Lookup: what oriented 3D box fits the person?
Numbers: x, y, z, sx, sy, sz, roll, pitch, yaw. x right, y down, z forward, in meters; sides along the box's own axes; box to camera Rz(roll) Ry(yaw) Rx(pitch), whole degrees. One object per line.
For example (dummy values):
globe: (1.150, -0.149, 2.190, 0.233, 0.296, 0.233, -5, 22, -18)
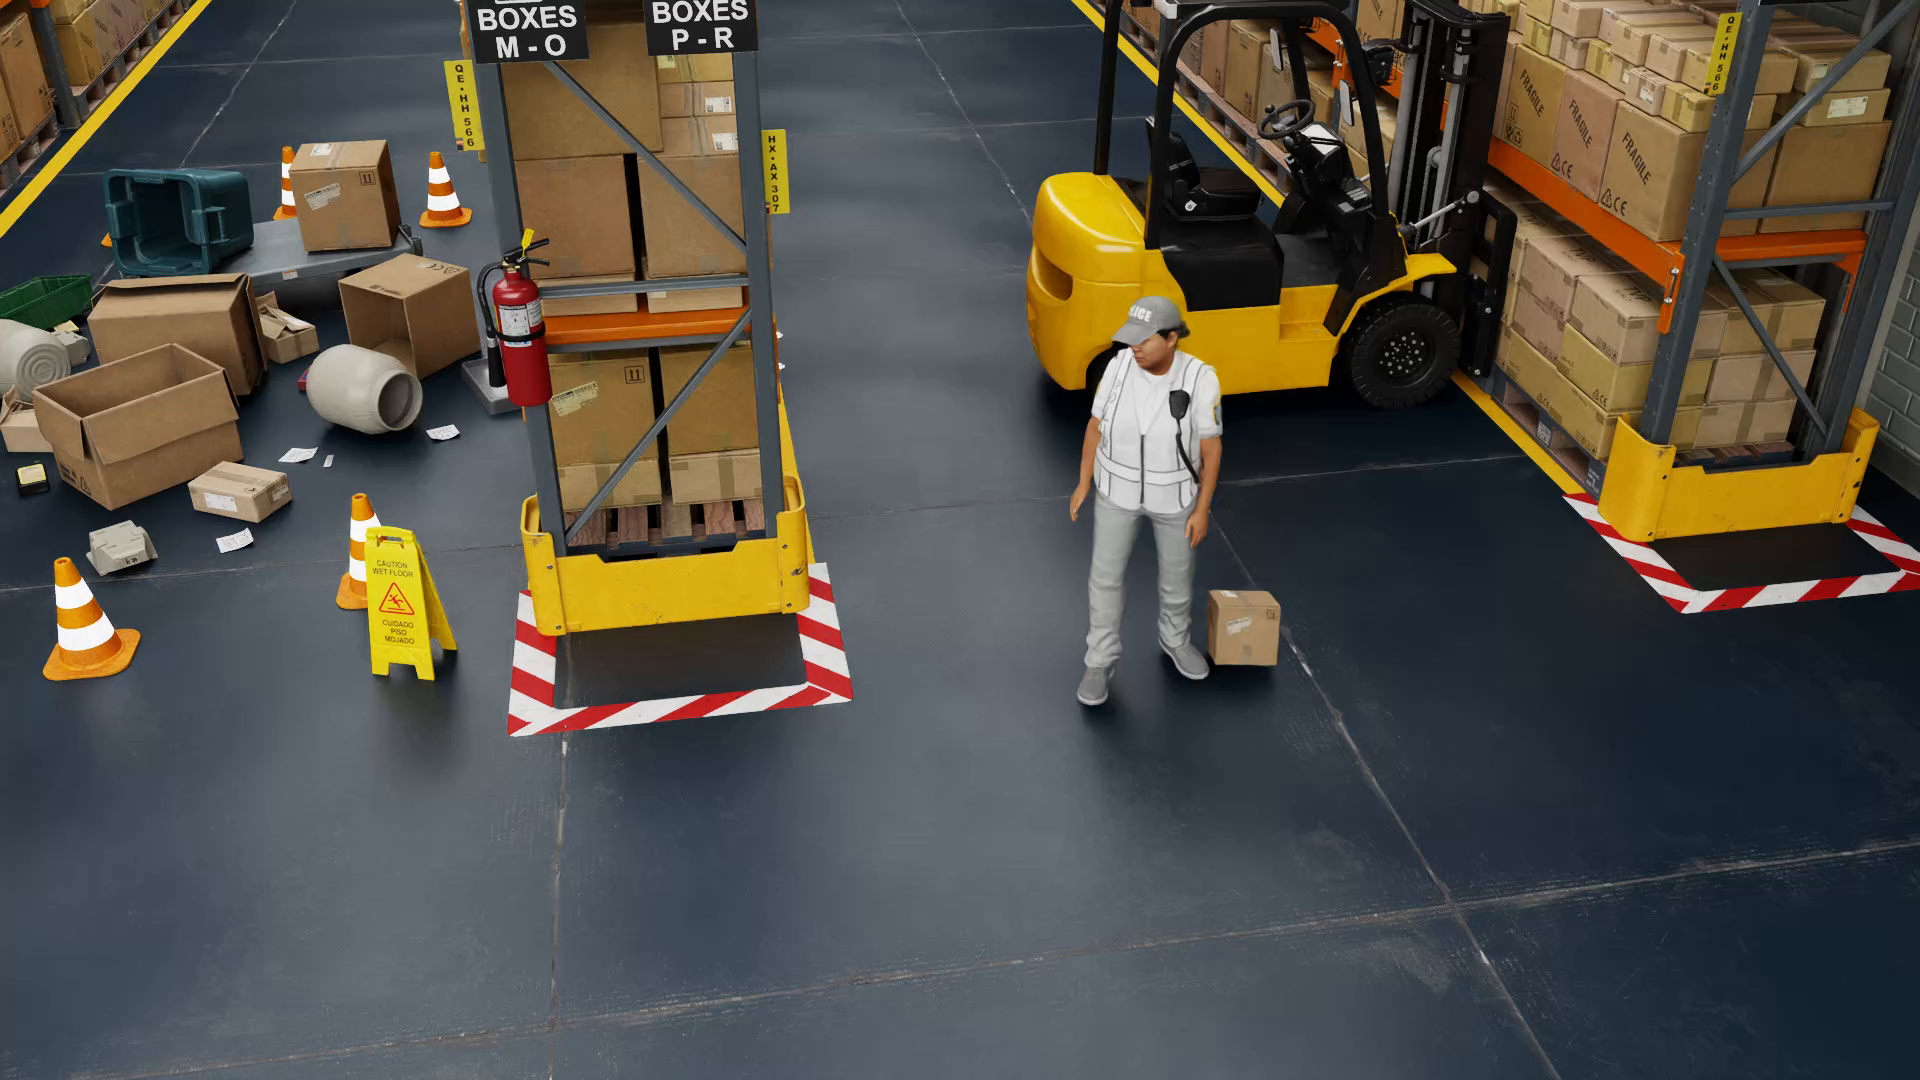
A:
person: (0.711, -0.154, 6.350, 0.587, 1.656, 0.563, 8, 32, 13)
